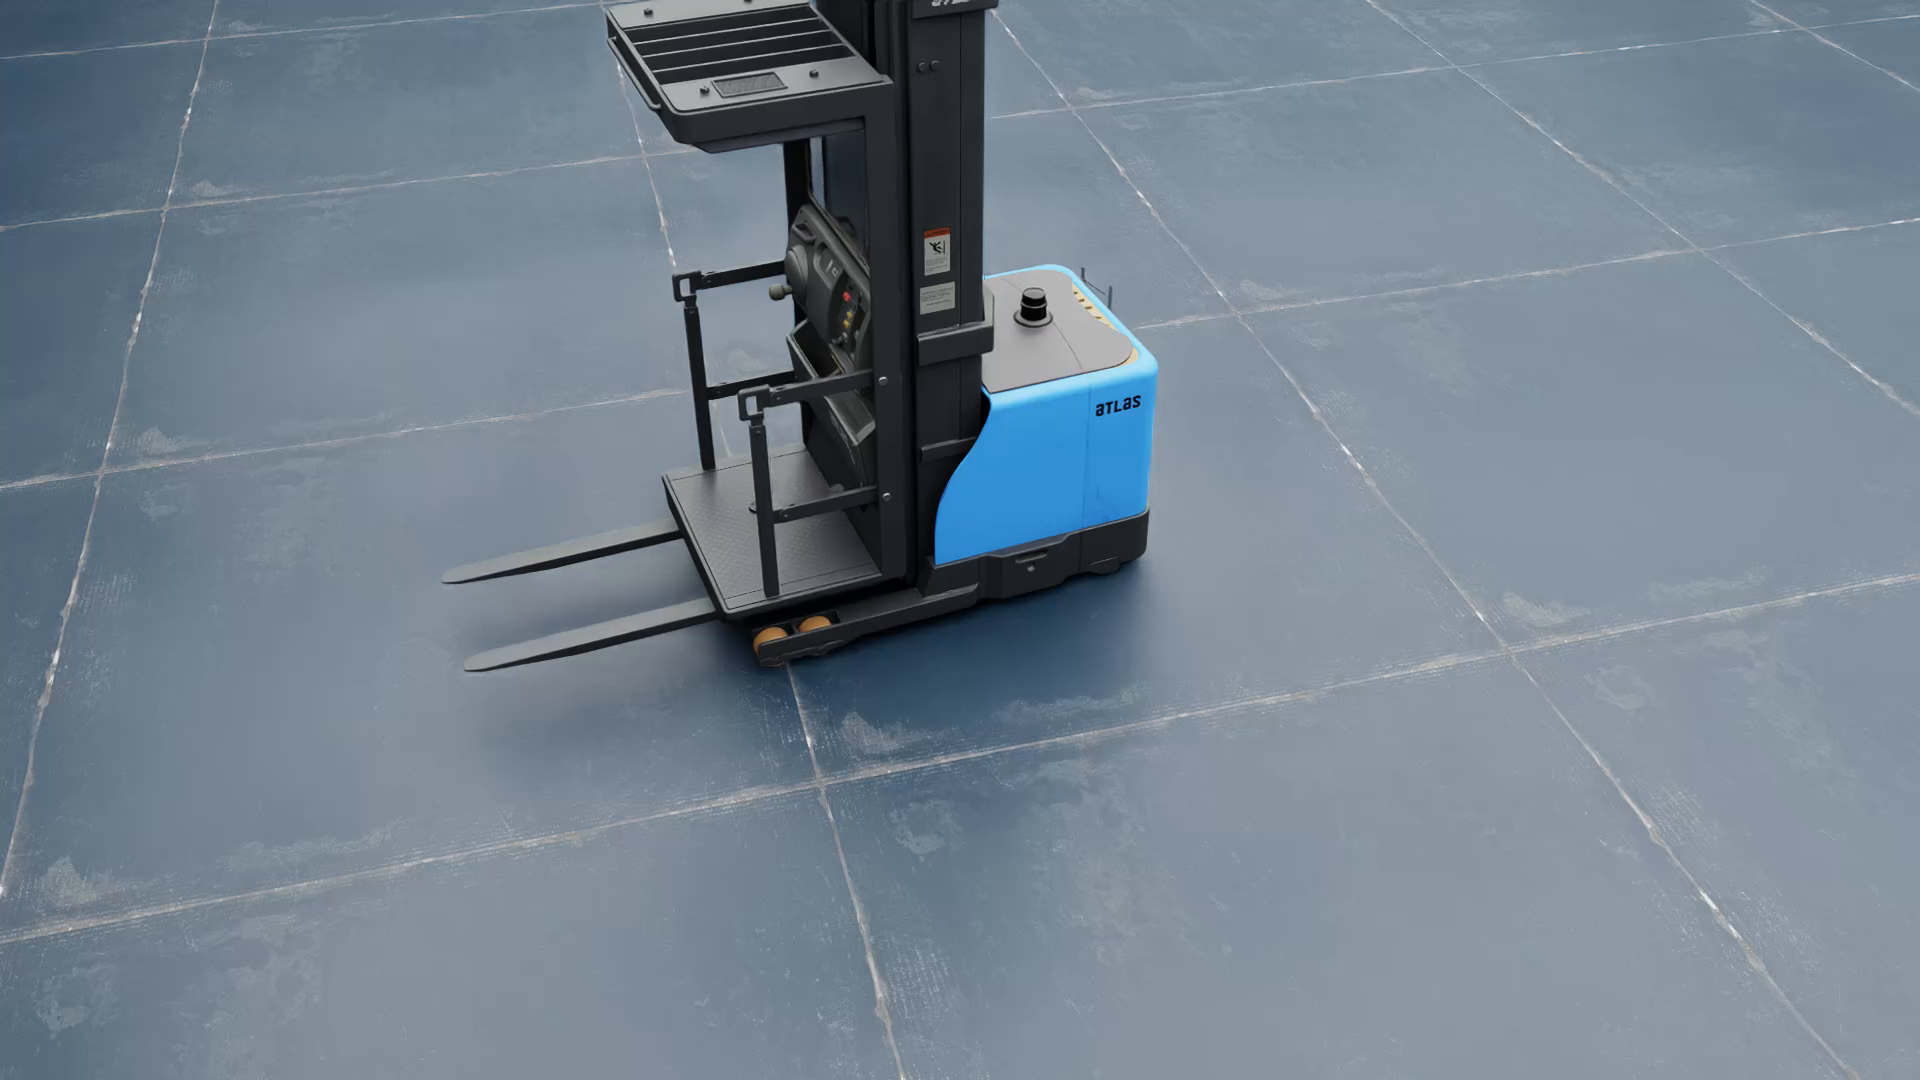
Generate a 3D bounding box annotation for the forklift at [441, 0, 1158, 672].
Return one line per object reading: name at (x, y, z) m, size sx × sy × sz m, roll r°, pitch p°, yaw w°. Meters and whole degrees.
forklift at (-0.717, -0.993, 6.635) m, size 3.031 × 2.935 × 1.130 m, roll -14°, pitch 40°, yaw -17°

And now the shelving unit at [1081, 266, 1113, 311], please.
shelving unit at (0.565, -0.861, 8.135) m, size 0.210 × 0.900 × 0.258 m, roll -22°, pitch 42°, yaw -26°

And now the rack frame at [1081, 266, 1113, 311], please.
rack frame at (0.651, -0.895, 8.179) m, size 0.006 × 0.900 × 0.240 m, roll -22°, pitch 42°, yaw -26°
